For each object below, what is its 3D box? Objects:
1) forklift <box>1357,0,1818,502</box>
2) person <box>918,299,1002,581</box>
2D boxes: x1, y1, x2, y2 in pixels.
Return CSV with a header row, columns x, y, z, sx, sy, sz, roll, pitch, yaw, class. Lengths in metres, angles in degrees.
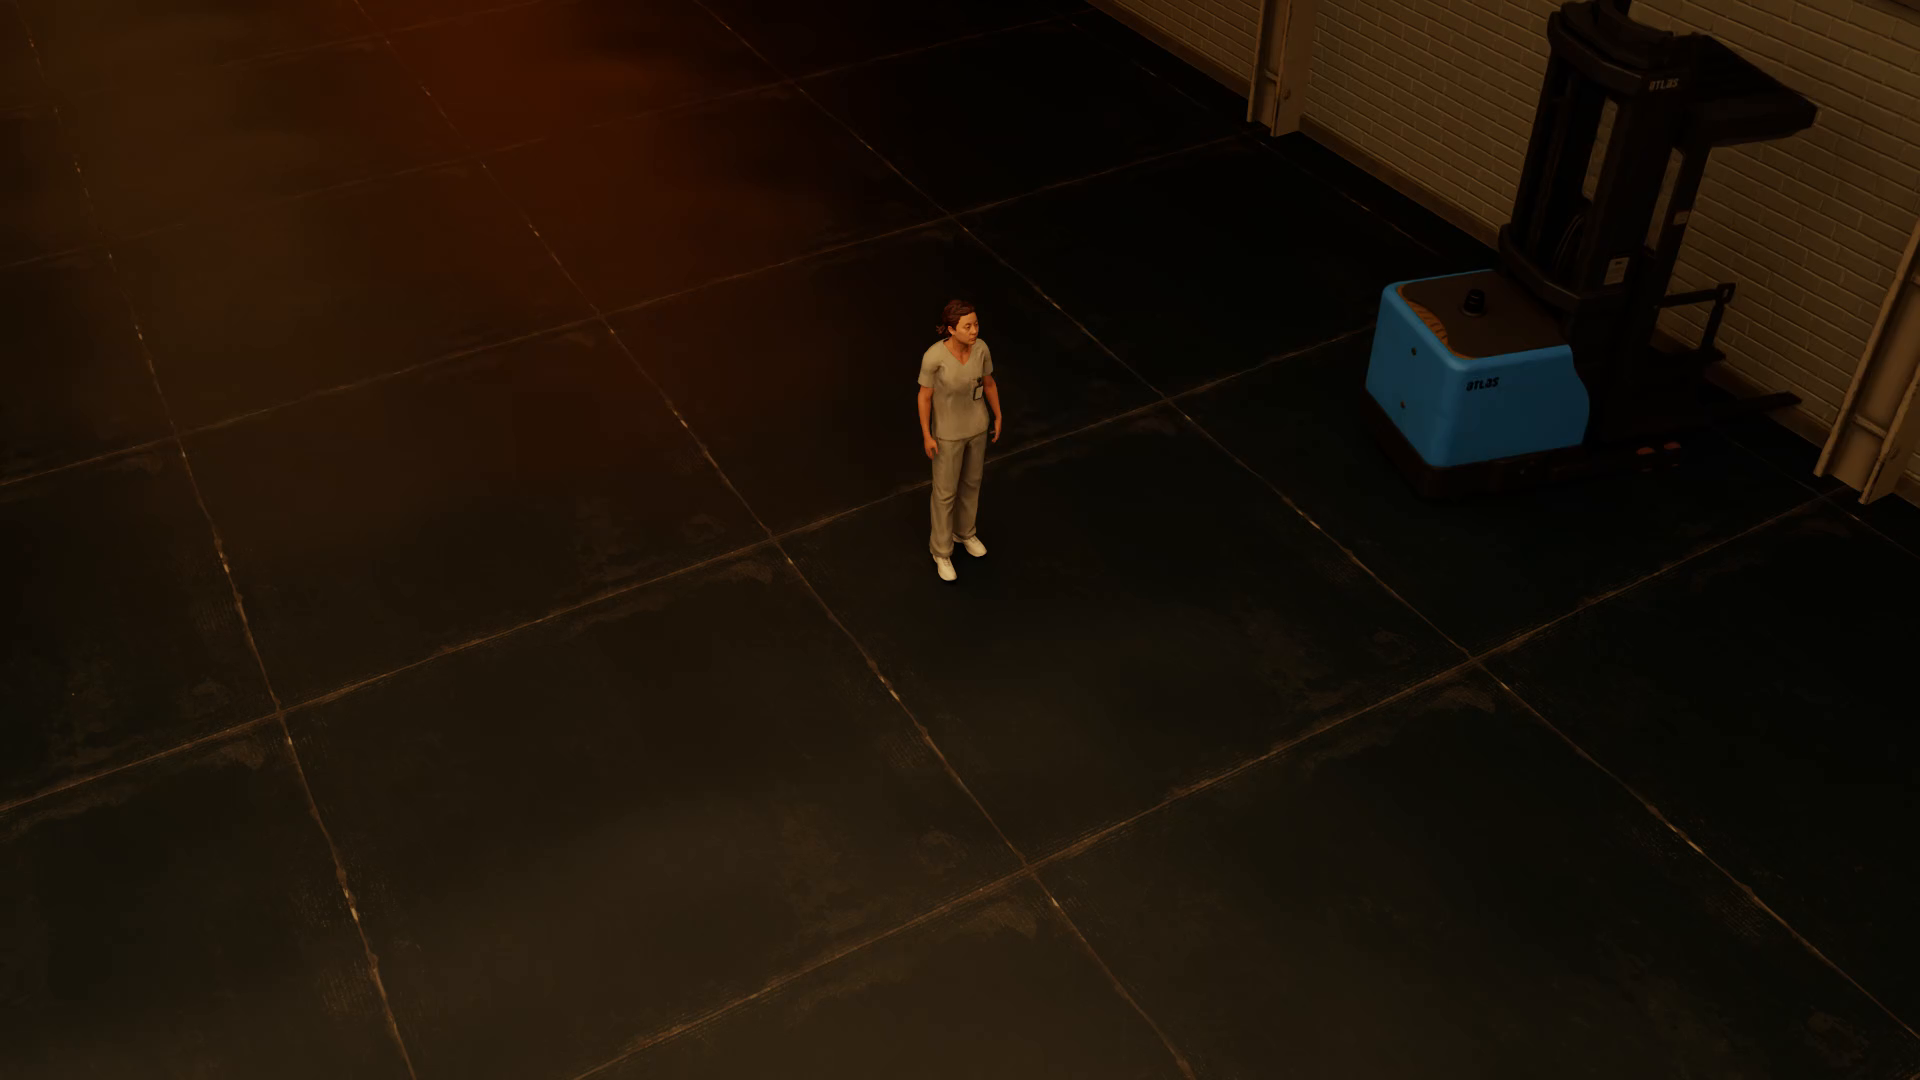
x,y,z,sx,sy,sz,roll,pitch,yaw,class
4.260,-1.889,10.314,3.031,2.935,1.130,-10,41,-12,forklift
0.025,-0.606,9.738,0.549,1.675,0.549,-20,44,-23,person
